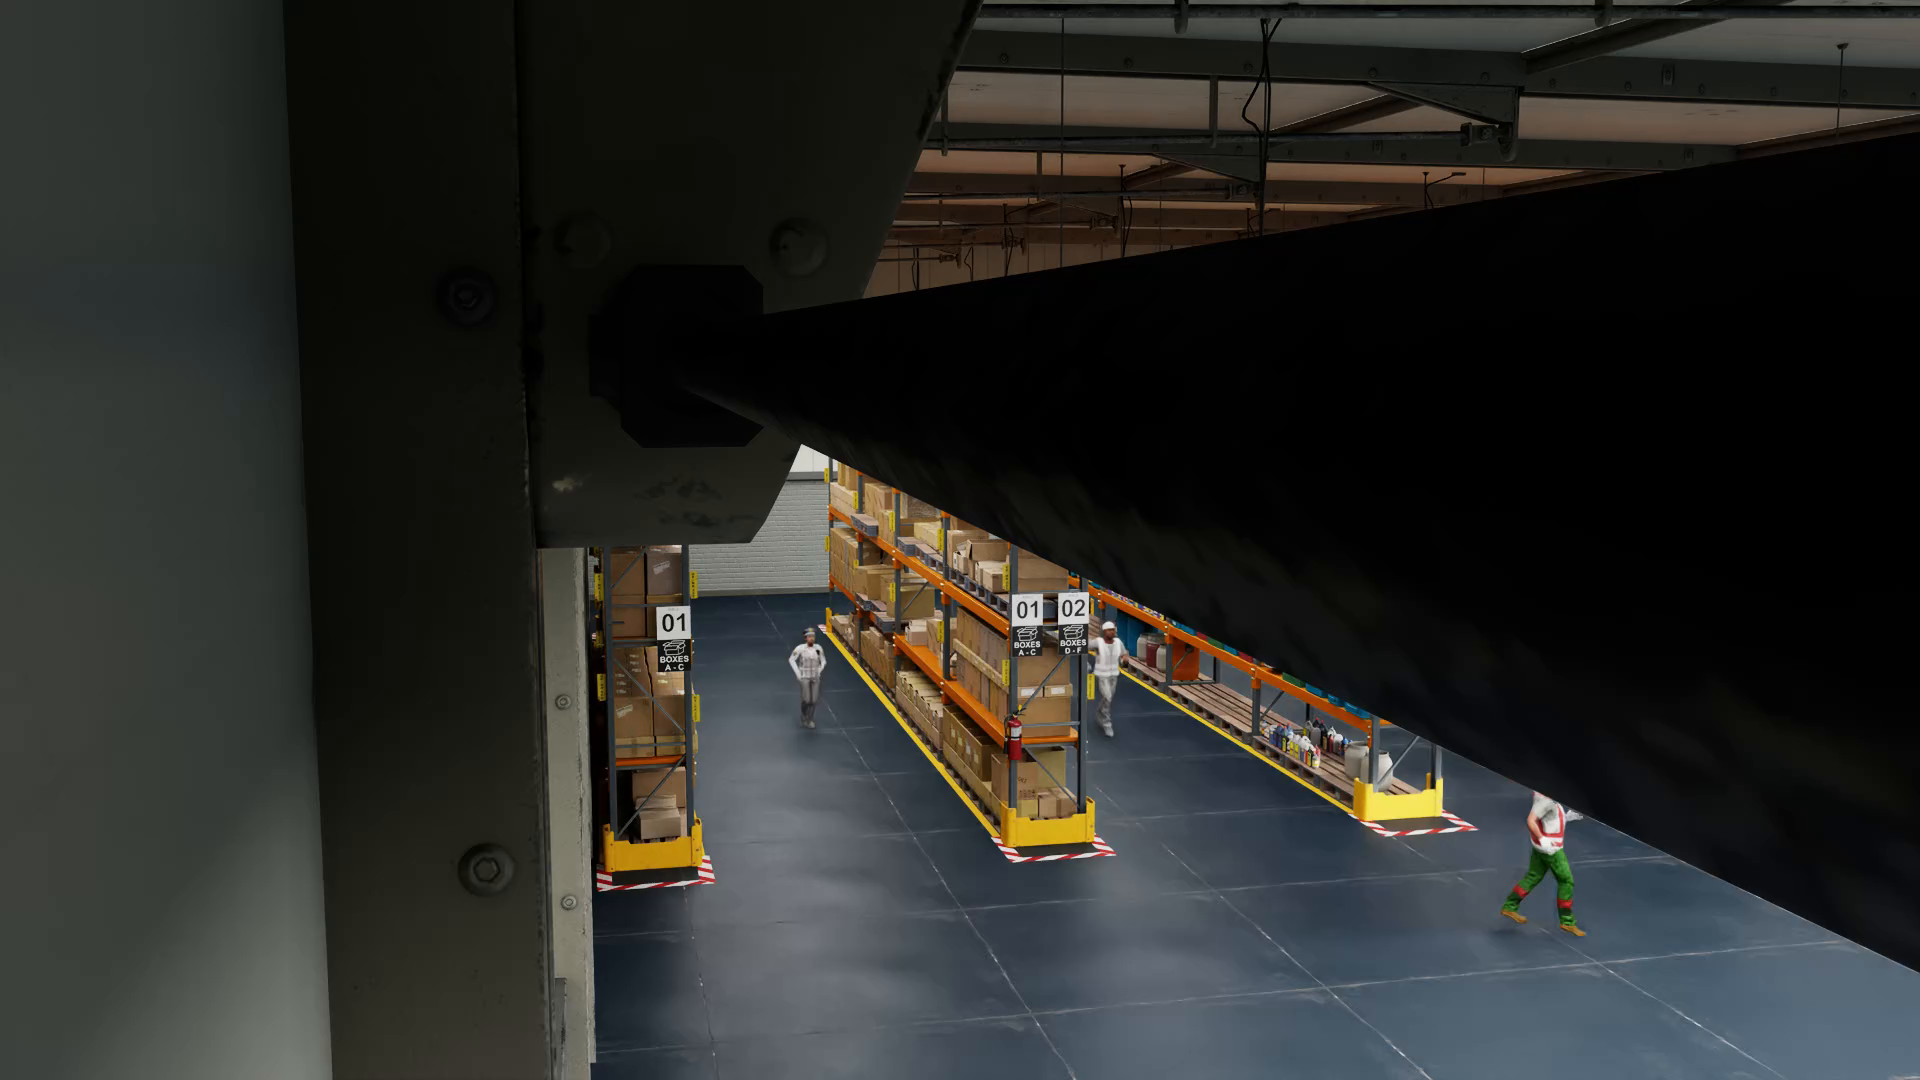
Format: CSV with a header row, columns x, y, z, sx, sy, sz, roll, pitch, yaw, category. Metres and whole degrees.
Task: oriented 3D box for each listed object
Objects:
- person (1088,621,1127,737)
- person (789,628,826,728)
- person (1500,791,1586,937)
x,y,z,sx,sy,sz,roll,pitch,yaw,category
2.390,2.226,27.058,0.687,1.831,0.790,-3,8,-26,person
-2.467,2.270,27.284,0.596,1.676,0.509,-2,7,-19,person
6.280,3.318,17.799,0.859,1.829,0.652,1,7,5,person
